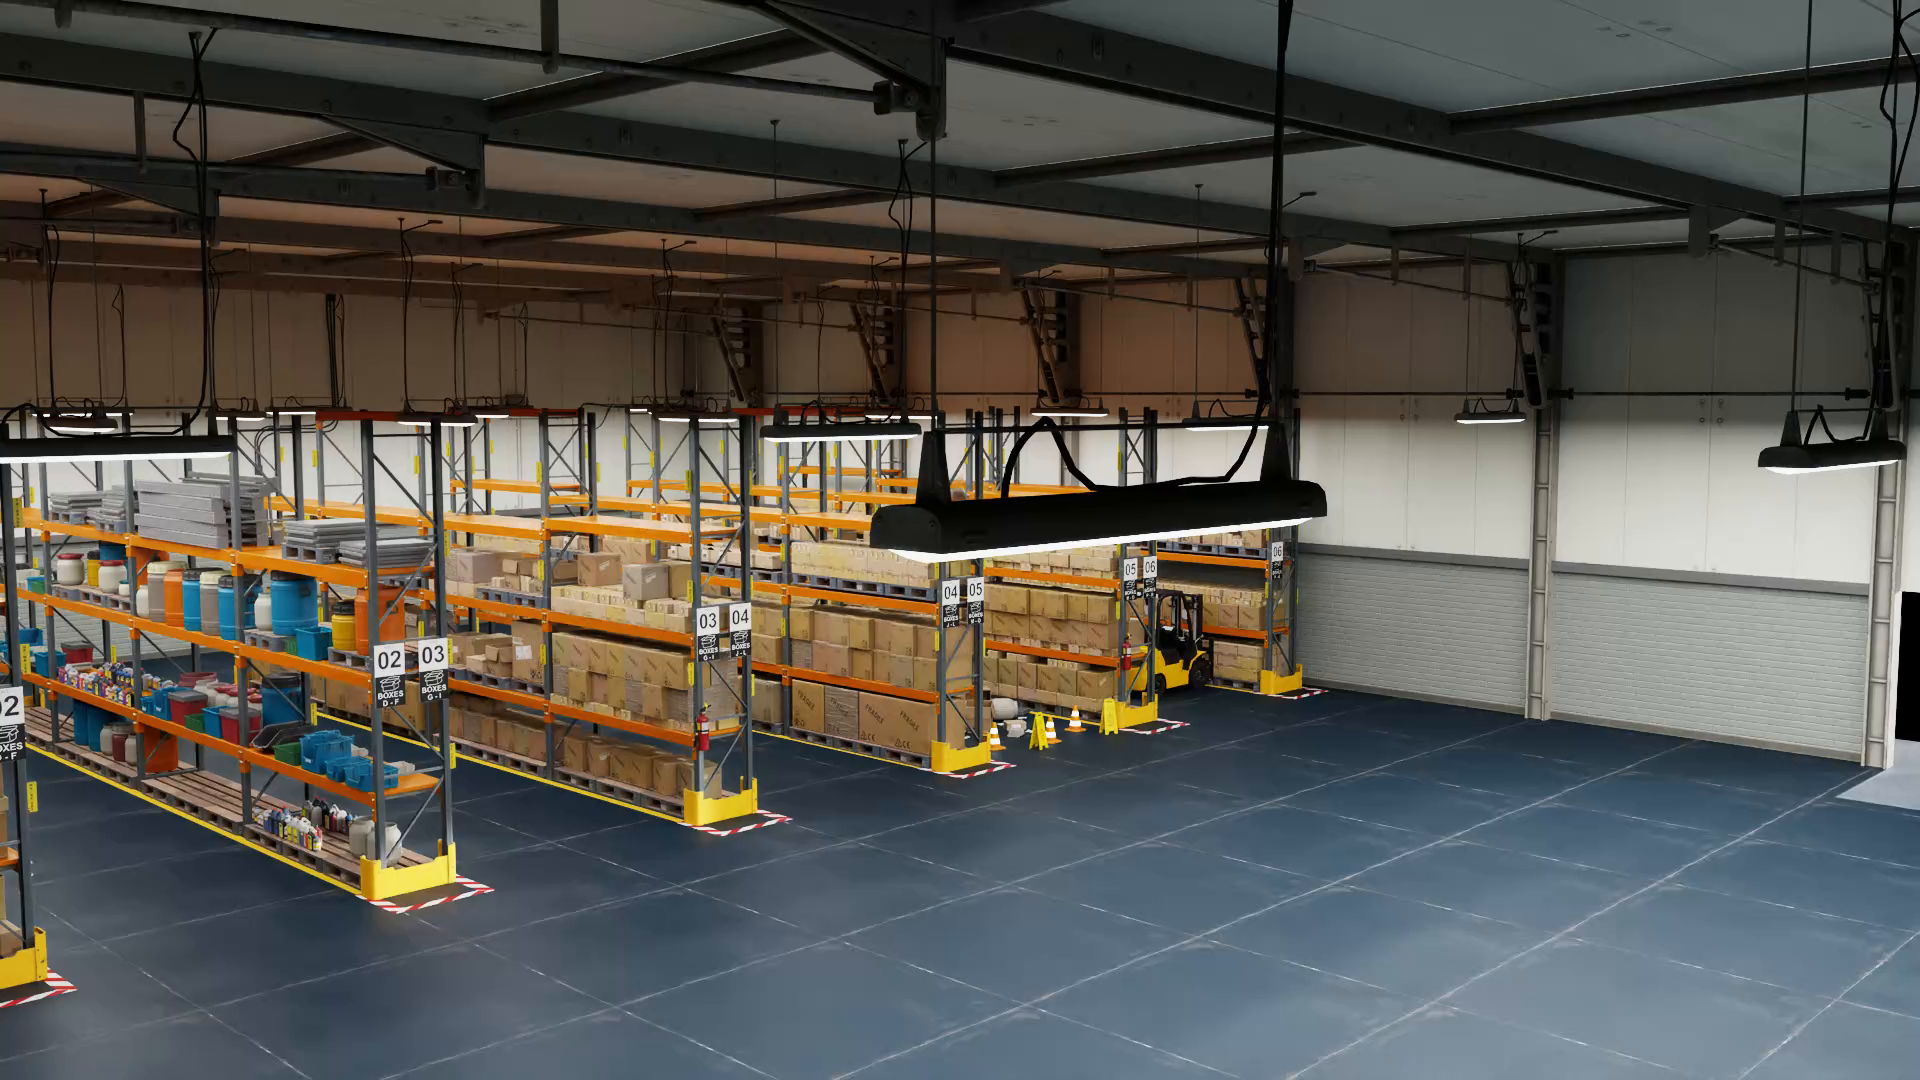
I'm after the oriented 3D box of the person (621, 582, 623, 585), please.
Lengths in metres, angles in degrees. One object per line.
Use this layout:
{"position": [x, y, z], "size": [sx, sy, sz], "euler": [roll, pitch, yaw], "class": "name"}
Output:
{"position": [-8.773, 1.585, 44.055], "size": [0.723, 1.695, 0.716], "euler": [-2, 6, -25], "class": "person"}
